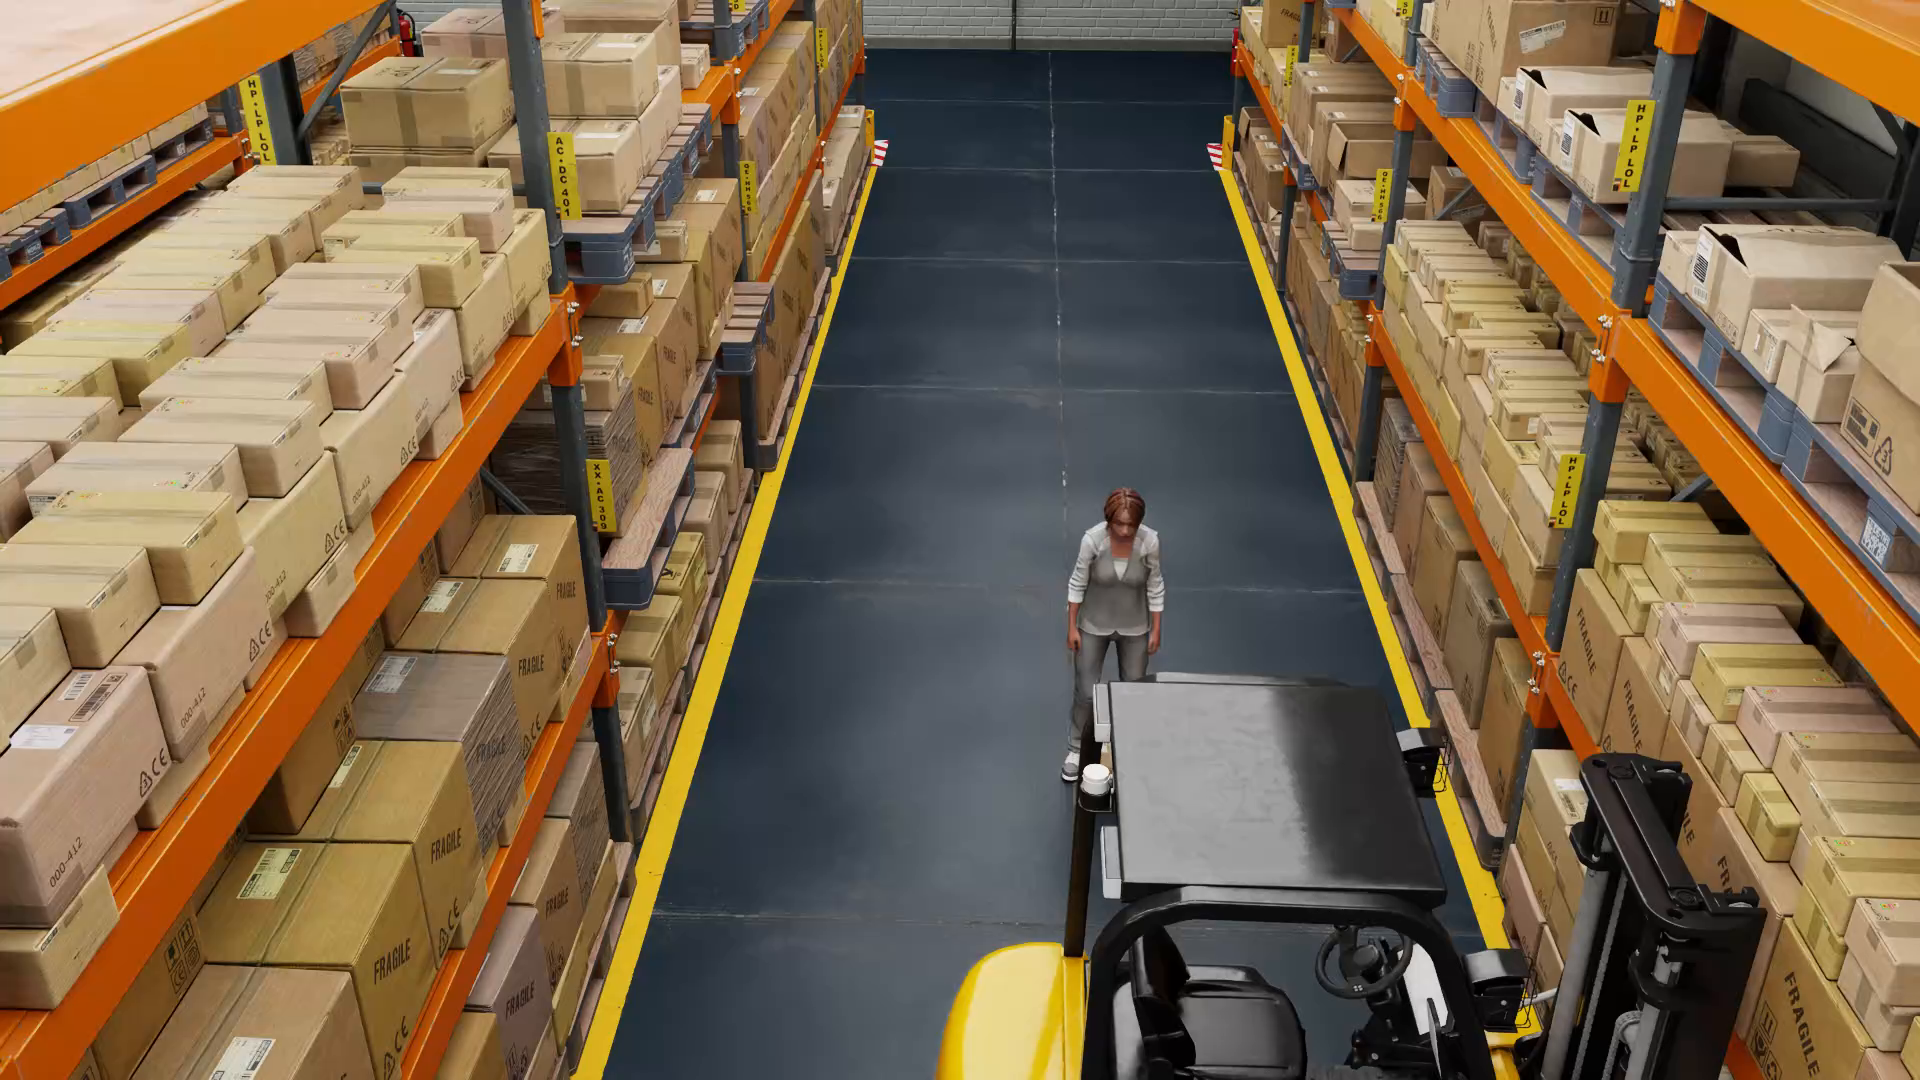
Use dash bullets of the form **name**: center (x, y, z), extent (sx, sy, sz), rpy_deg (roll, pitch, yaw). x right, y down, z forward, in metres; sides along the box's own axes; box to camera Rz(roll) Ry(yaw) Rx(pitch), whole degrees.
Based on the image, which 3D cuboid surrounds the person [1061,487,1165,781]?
- **person**: center (0.744, 0.442, 8.030), extent (0.467, 1.592, 0.349), rpy_deg (1, 28, 1)
